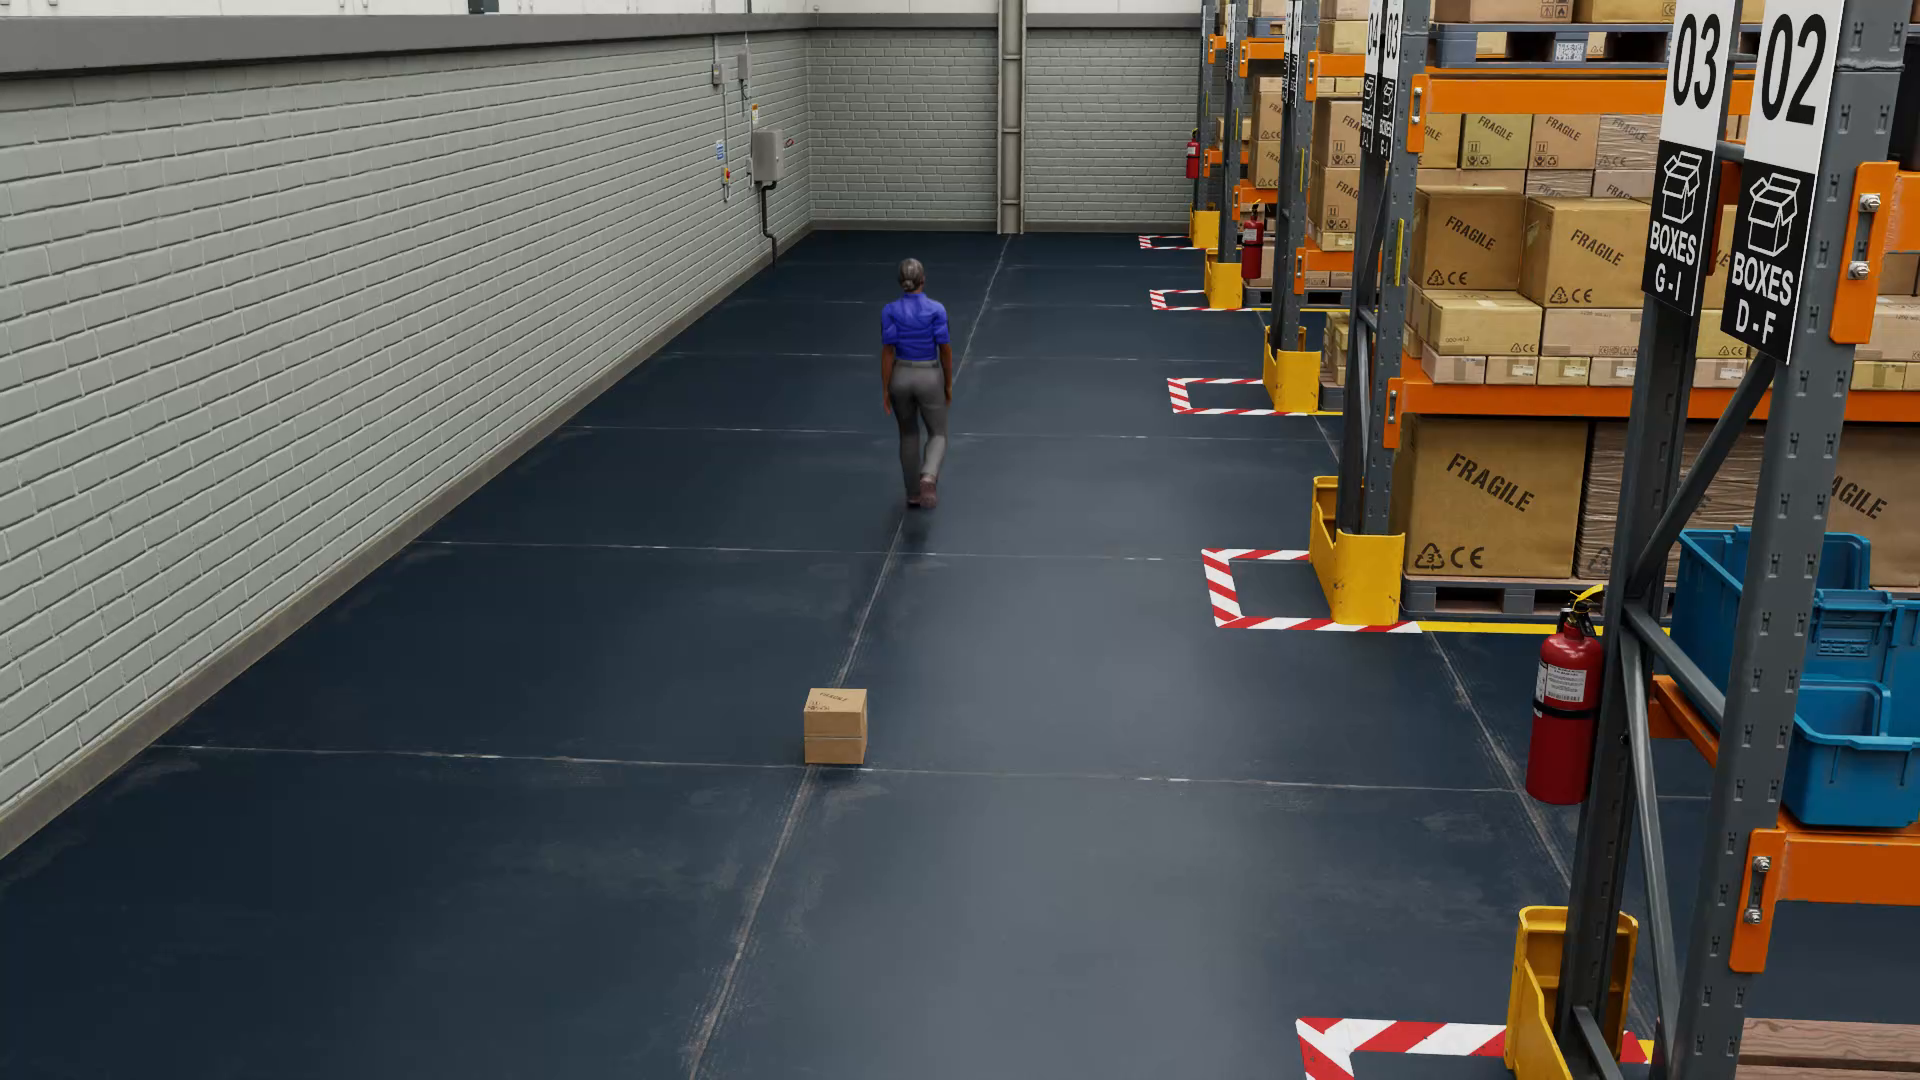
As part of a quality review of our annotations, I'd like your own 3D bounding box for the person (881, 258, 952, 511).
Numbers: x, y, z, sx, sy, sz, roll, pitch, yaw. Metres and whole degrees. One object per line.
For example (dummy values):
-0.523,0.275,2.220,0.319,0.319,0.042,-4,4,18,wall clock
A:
-0.275,-0.981,10.614,0.450,1.628,0.723,2,18,7,person
